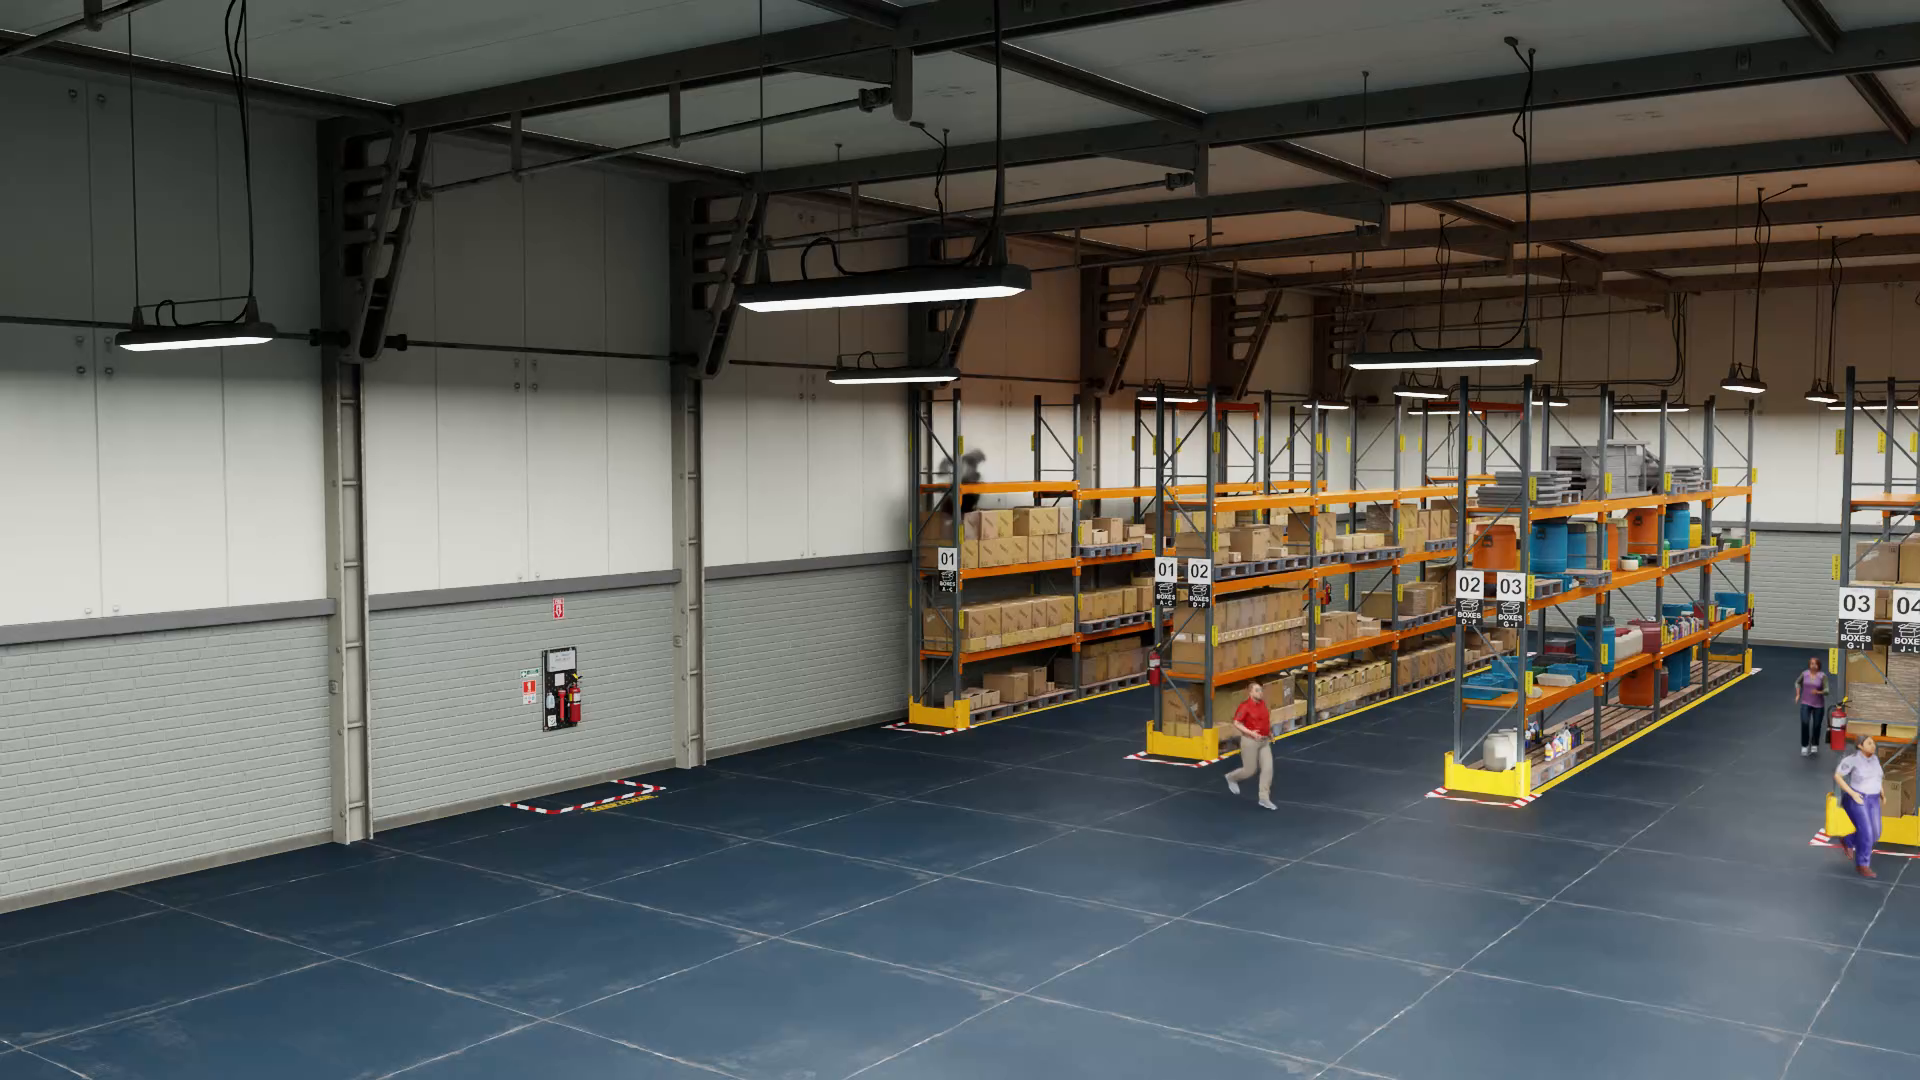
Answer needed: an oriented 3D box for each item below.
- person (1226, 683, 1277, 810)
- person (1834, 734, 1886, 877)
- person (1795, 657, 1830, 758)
[{"bbox_3d":[4.071,2.842,23.116,0.650,1.716,0.894,-2,4,-31],"label":"person"},{"bbox_3d":[10.576,3.086,19.568,0.634,1.622,0.655,-1,3,-18],"label":"person"},{"bbox_3d":[13.660,2.682,26.670,0.503,1.617,0.682,2,4,28],"label":"person"}]
